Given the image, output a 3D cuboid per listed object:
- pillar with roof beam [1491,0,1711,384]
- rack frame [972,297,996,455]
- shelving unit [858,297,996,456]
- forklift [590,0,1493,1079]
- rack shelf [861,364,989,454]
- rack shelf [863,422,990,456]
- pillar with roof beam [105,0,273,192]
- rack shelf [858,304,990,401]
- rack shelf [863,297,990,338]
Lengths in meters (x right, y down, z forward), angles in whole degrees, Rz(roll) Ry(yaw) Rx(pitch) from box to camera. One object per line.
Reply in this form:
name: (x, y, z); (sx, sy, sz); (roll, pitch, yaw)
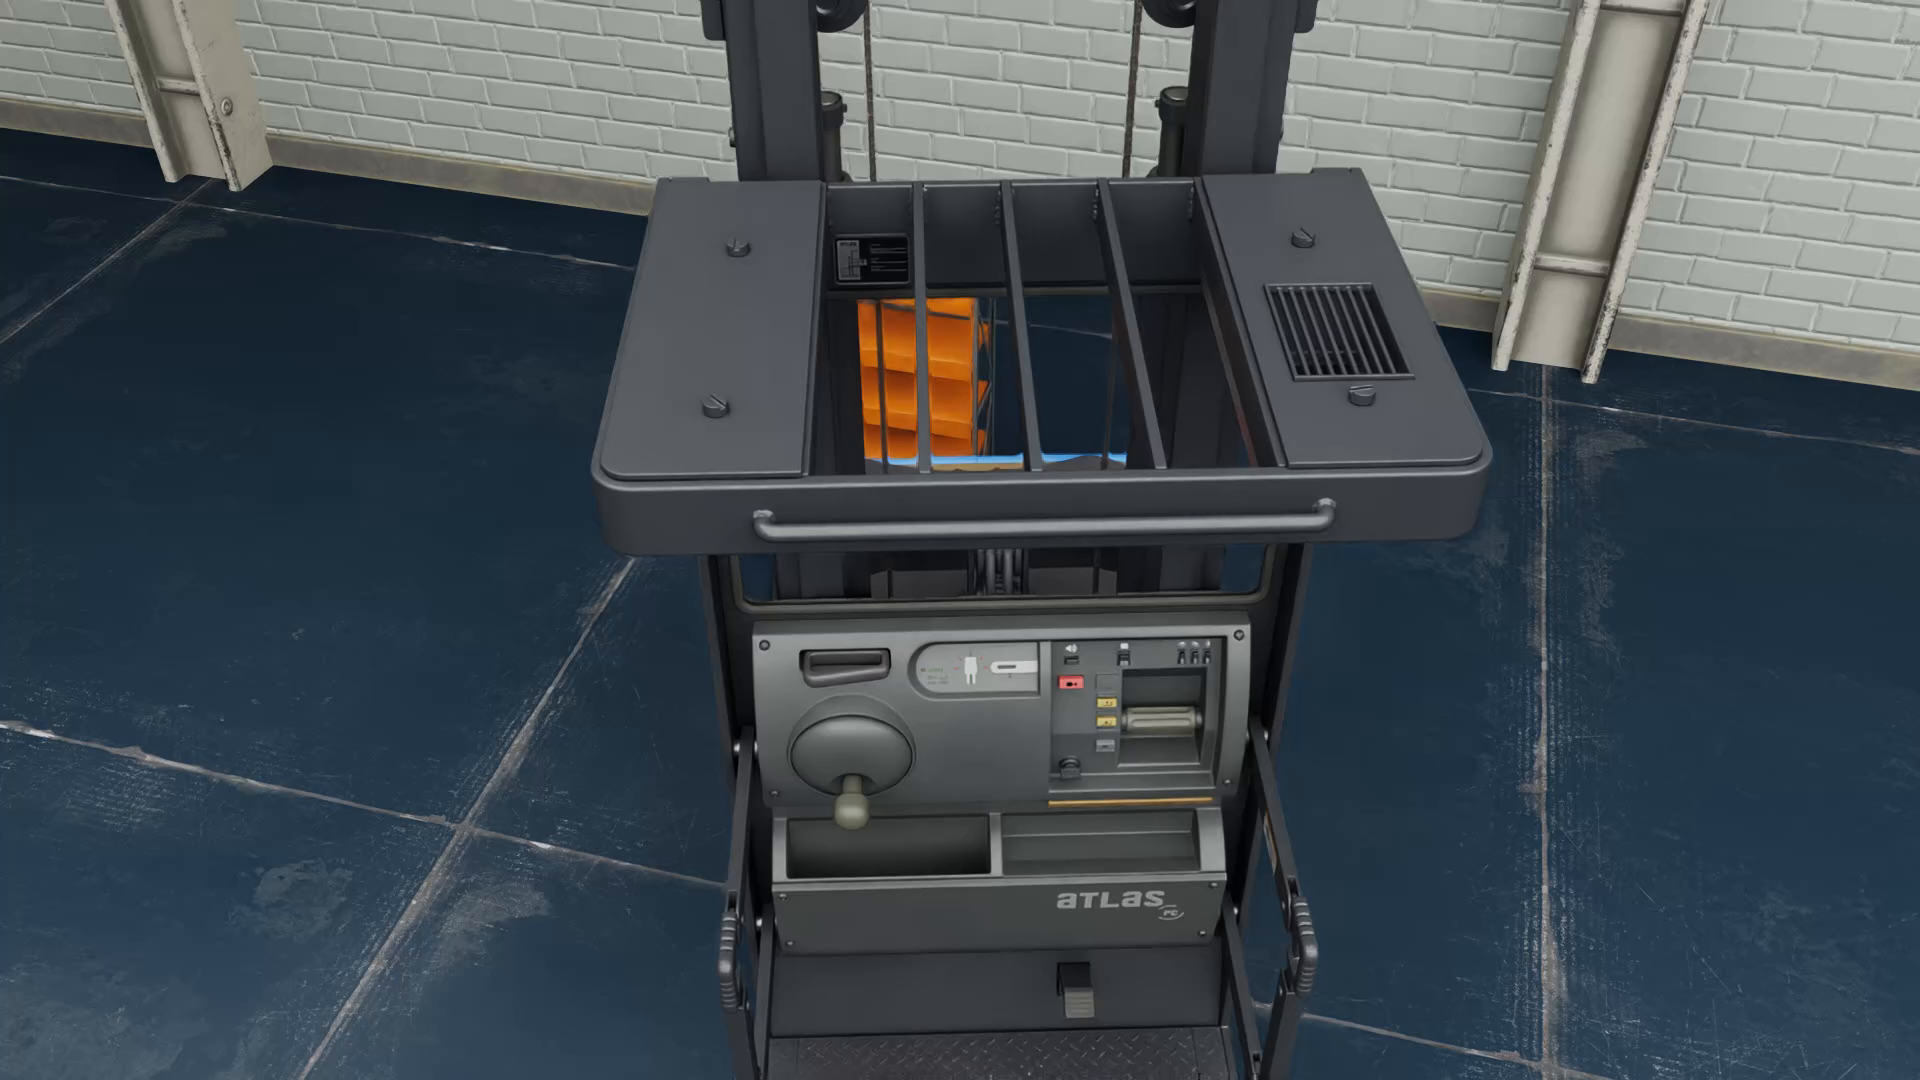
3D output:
pillar with roof beam: (1.213, -1.507, 0.548); (0.400, 9.000, 9.100); (10, 41, 11)
rack frame: (0.076, -0.446, 5.349); (0.015, 1.200, 0.240); (10, 41, 11)
shelving unit: (-0.160, -0.487, 5.397); (0.503, 1.200, 0.258); (10, 41, 11)
forklift: (0.089, 0.418, 2.973); (1.130, 2.935, 3.031); (-1, 40, -1)
rack shelf: (-0.160, -0.435, 5.440); (0.480, 0.148, 0.258); (10, 41, 11)
rack shelf: (-0.160, -0.283, 5.568); (0.480, 0.148, 0.258); (10, 41, 11)
pillar with roof beam: (-4.583, -2.505, 1.735); (0.400, 9.000, 9.100); (10, 41, 11)
rack shelf: (-0.160, -0.607, 5.296); (0.480, 0.148, 0.258); (10, 41, 11)
rack shelf: (-0.160, -0.788, 5.144); (0.480, 0.148, 0.258); (10, 41, 11)
